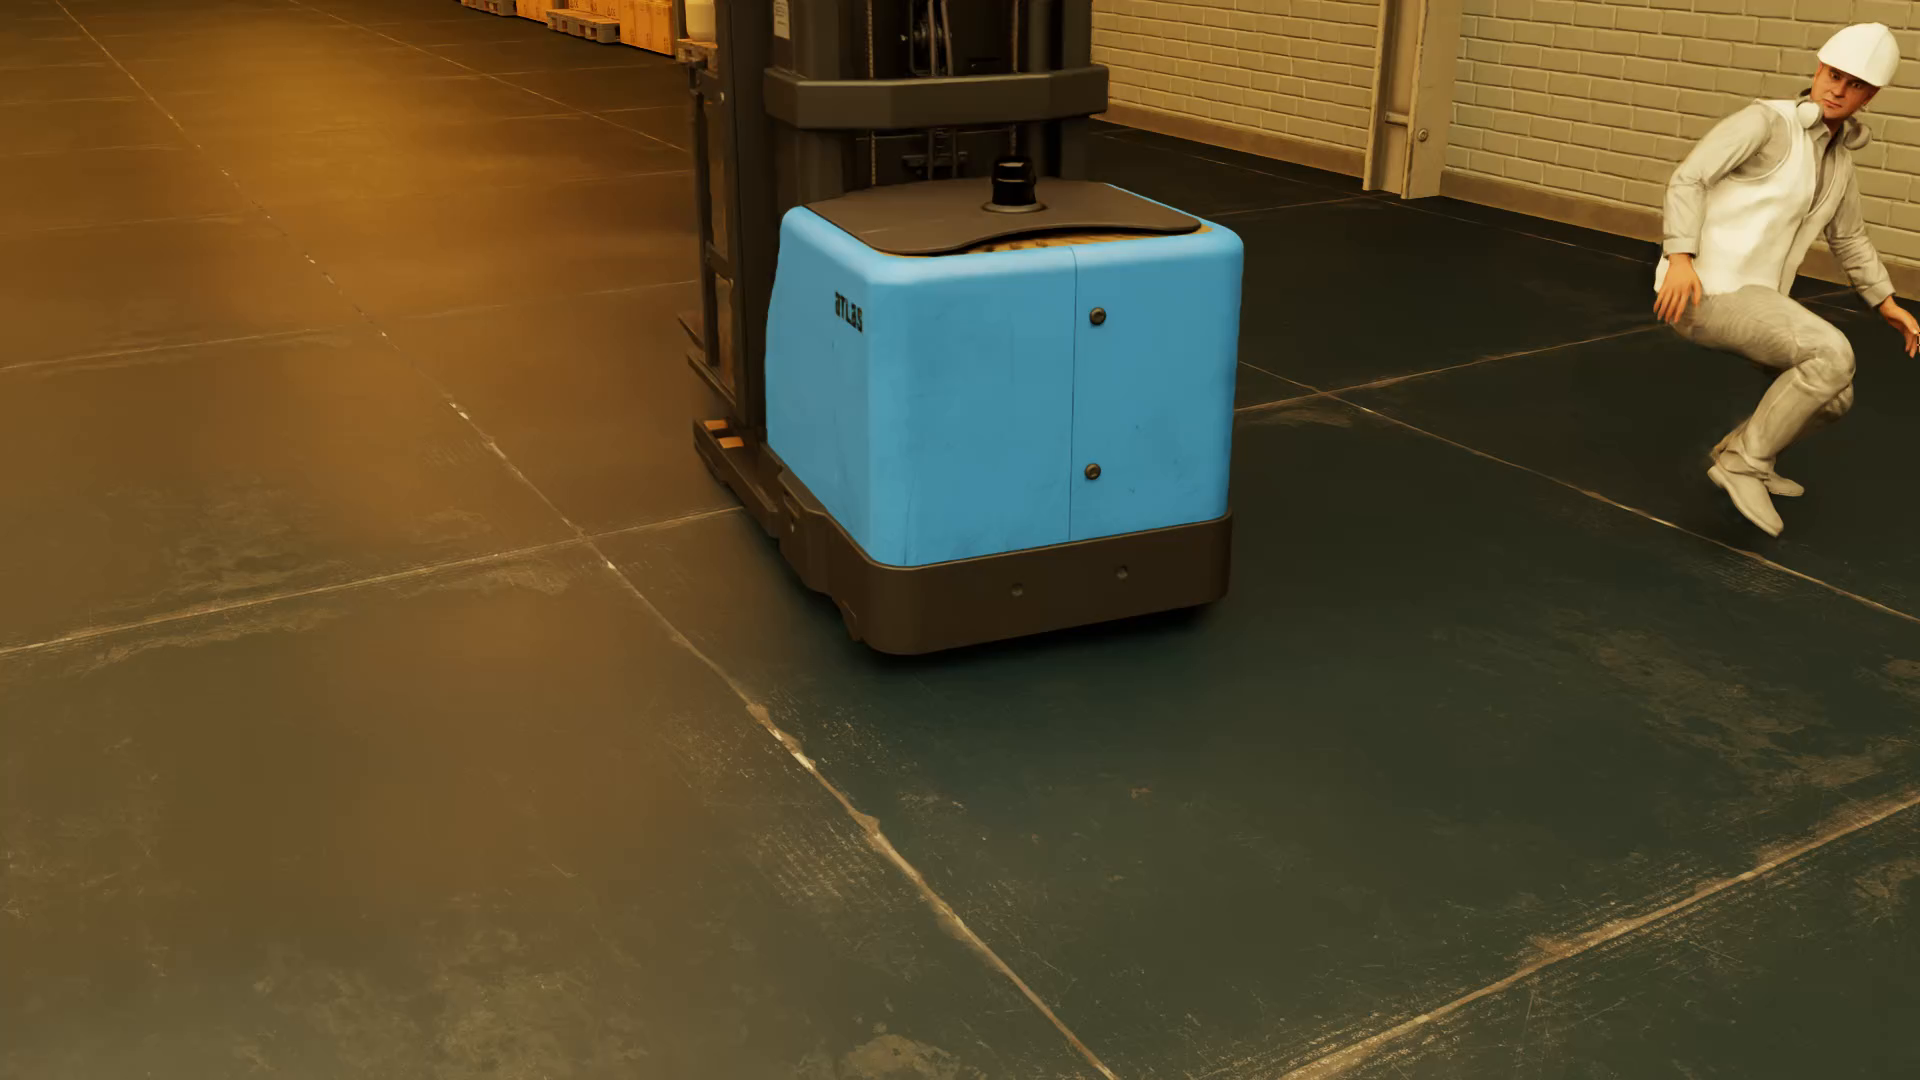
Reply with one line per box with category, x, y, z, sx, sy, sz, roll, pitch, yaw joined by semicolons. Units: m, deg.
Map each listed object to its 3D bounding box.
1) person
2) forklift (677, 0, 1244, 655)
person;2.509;-0.774;5.072;0.781;1.541;0.678;-19;29;-38
forklift;-0.277;-1.590;5.150;1.130;2.935;3.031;-9;24;-20
